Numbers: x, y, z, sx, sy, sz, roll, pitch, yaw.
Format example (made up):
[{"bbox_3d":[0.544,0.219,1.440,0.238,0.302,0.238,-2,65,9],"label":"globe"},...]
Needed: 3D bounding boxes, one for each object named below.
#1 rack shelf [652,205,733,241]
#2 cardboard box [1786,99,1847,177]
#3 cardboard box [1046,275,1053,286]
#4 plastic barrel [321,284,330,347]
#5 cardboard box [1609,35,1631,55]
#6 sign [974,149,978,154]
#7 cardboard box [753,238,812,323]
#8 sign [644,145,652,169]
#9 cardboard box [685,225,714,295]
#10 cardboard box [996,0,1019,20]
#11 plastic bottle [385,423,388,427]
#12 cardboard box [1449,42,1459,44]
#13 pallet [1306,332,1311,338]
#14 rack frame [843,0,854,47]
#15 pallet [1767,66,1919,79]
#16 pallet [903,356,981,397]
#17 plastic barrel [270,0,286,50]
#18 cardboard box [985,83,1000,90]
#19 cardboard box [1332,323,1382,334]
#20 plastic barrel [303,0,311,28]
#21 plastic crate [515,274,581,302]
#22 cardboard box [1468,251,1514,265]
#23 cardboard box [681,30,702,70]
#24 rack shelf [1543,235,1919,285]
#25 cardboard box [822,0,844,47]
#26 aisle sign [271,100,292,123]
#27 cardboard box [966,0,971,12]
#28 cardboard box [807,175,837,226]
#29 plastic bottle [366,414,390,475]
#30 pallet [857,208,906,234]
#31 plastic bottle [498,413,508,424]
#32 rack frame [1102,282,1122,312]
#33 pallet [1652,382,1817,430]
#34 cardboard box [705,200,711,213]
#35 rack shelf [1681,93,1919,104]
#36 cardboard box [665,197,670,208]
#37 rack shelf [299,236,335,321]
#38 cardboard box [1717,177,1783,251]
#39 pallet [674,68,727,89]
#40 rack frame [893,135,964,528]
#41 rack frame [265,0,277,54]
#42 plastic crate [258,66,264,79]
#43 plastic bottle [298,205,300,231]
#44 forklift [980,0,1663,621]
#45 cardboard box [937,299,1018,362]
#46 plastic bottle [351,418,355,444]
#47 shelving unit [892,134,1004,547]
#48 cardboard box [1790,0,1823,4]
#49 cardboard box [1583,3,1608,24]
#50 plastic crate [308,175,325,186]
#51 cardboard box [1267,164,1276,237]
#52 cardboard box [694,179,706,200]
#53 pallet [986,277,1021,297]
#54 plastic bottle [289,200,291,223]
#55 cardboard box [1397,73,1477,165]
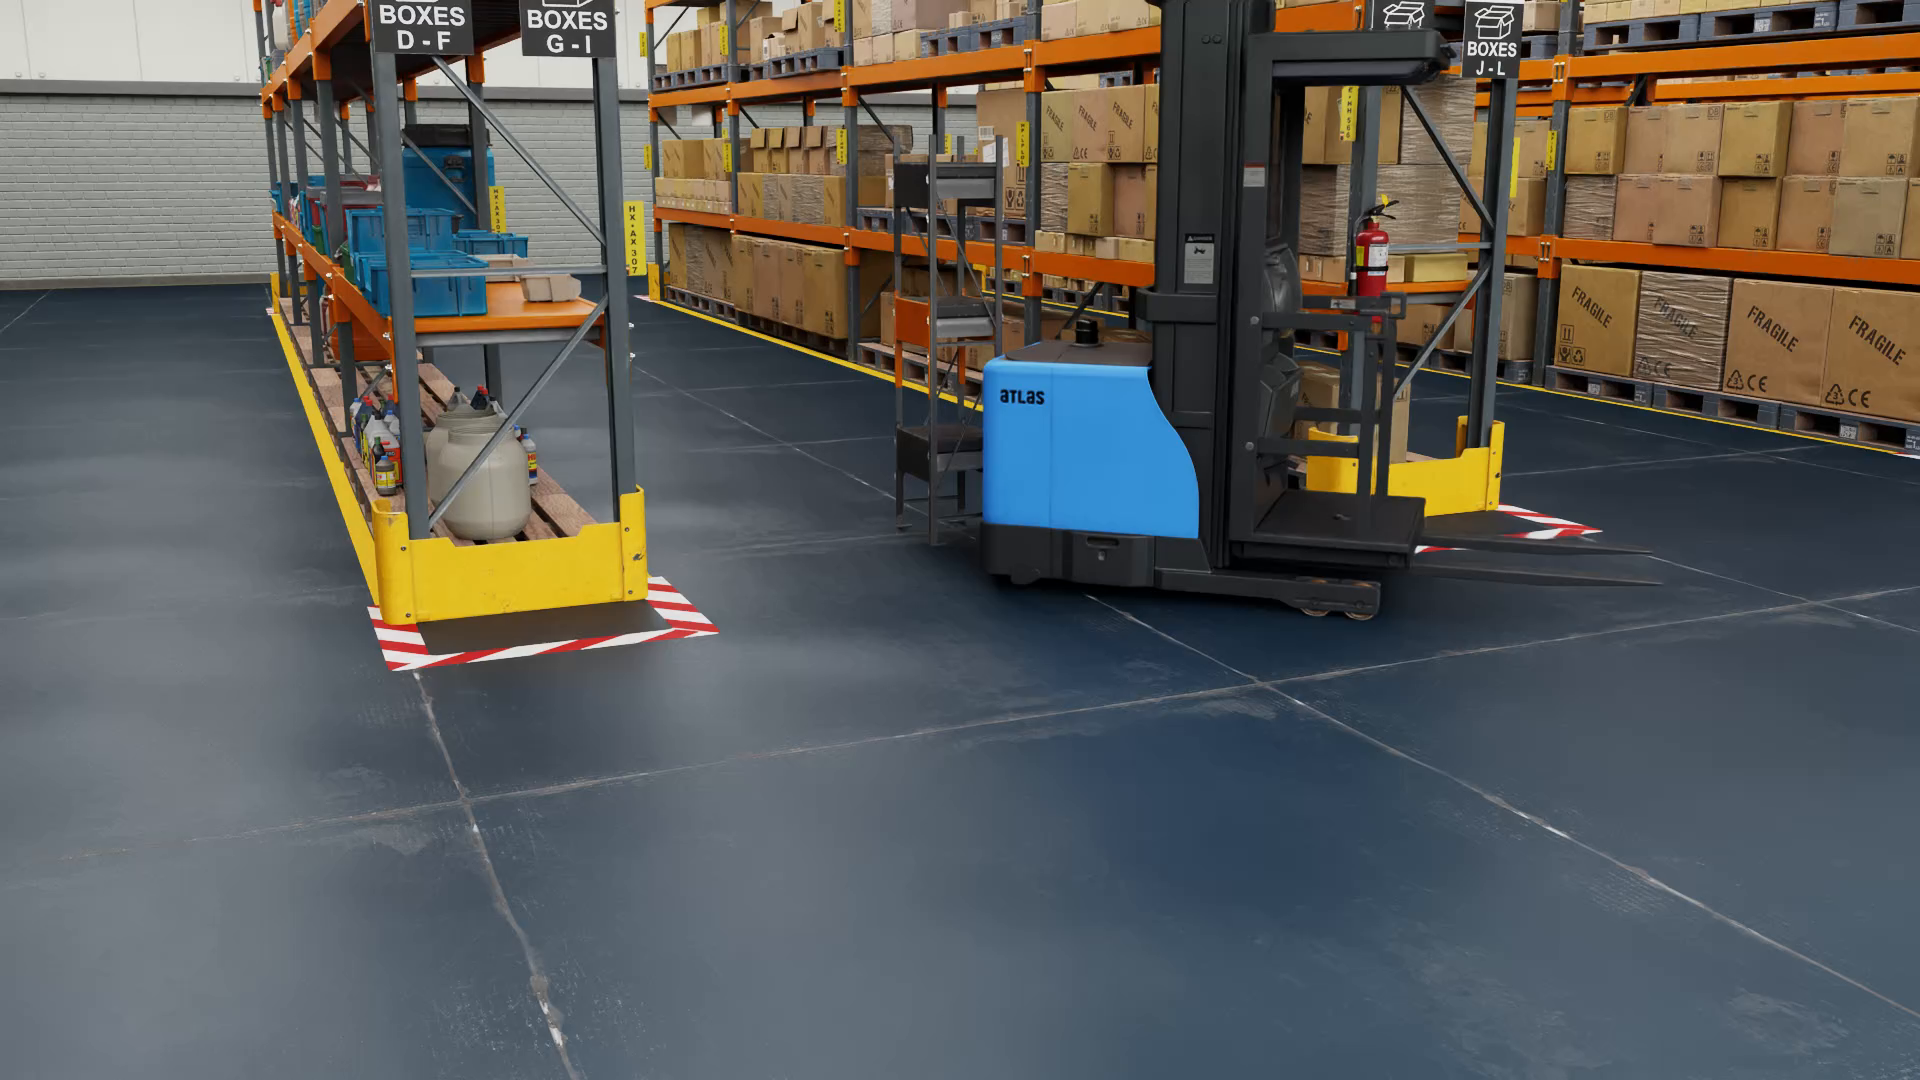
[{"bbox_3d":[-3.031,-4.151,21.748,1.077,0.370,4.000,-6,14,-23],"label":"rack shelf"},{"bbox_3d":[6.645,-2.949,12.230,0.875,0.550,0.550,-6,14,-23],"label":"cardboard box"},{"bbox_3d":[1.429,-3.655,23.401,0.380,0.149,0.250,-5,14,-22],"label":"cardboard box"},{"bbox_3d":[-5.829,-2.177,16.040,0.600,0.588,0.708,-6,14,-23],"label":"plastic barrel"},{"bbox_3d":[8.164,-5.937,20.058,0.797,0.503,0.637,-7,15,-26],"label":"cardboard box"},{"bbox_3d":[0.256,-5.714,24.988,0.100,0.325,0.005,-6,14,-23],"label":"sign"},{"bbox_3d":[-1.596,-2.943,18.712,1.225,0.875,0.875,-6,14,-25],"label":"cardboard box"},{"bbox_3d":[-4.343,-5.326,23.134,0.100,0.325,0.005,-6,14,-23],"label":"sign"},{"bbox_3d":[-3.138,-3.771,22.292,0.875,0.875,0.875,-6,14,-23],"label":"cardboard box"},{"bbox_3d":[0.507,-4.221,13.169,0.396,0.266,0.258,-5,14,-21],"label":"cardboard box"},{"bbox_3d":[-3.451,-0.603,9.897,0.097,0.271,0.097,0,13,0],"label":"plastic bottle"},{"bbox_3d":[4.911,-5.118,16.305,0.500,0.500,0.500,-6,14,-23],"label":"cardboard box"},{"bbox_3d":[3.646,-2.492,19.168,1.003,0.211,1.213,-6,14,-23],"label":"pallet"},{"bbox_3d":[-0.627,-6.184,15.634,1.000,3.000,0.127,-6,14,-23],"label":"rack frame"},{"bbox_3d":[9.487,-5.051,17.807,1.213,0.211,1.003,-6,14,-23],"label":"pallet"},{"bbox_3d":[0.169,-1.490,14.839,1.003,0.211,1.213,-6,14,-23],"label":"pallet"},{"bbox_3d":[-6.787,-5.242,16.980,0.433,0.535,0.433,0,13,0],"label":"plastic barrel"},{"bbox_3d":[0.699,-6.614,24.475,0.500,0.250,0.500,-5,14,-21],"label":"cardboard box"},{"bbox_3d":[4.473,-2.483,17.004,1.050,0.750,0.750,-5,14,-22],"label":"cardboard box"},{"bbox_3d":[-3.966,-3.779,10.781,0.600,0.901,0.708,-6,14,-23],"label":"plastic barrel"},{"bbox_3d":[-2.025,-1.247,8.190,0.298,0.136,0.250,-6,14,-23],"label":"plastic crate"},{"bbox_3d":[7.541,-3.846,22.615,0.875,0.875,0.875,-5,14,-21],"label":"cardboard box"},{"bbox_3d":[-3.208,-6.346,21.608,0.700,0.500,0.500,-7,15,-27],"label":"cardboard box"},{"bbox_3d":[6.361,-2.099,12.881,1.077,0.370,4.000,-6,14,-23],"label":"rack shelf"},{"bbox_3d":[-0.938,-5.098,16.430,0.797,0.503,0.637,-5,14,-20],"label":"cardboard box"},{"bbox_3d":[-8.671,-5.722,21.174,0.394,0.787,0.004,-6,14,-23],"label":"aisle sign"},{"bbox_3d":[0.193,-4.731,14.675,0.500,0.500,0.500,-5,14,-22],"label":"cardboard box"},{"bbox_3d":[-1.246,-3.494,17.090,0.500,0.500,0.500,-6,14,-23],"label":"cardboard box"},{"bbox_3d":[-3.300,-0.542,9.459,0.144,0.351,0.185,-5,14,-21],"label":"plastic bottle"},{"bbox_3d":[-0.244,-3.031,15.737,1.213,0.211,1.003,-6,14,-23],"label":"pallet"},{"bbox_3d":[-2.773,-0.628,9.996,0.152,0.276,0.135,-5,14,-22],"label":"plastic bottle"},{"bbox_3d":[2.356,-4.515,21.727,1.000,3.000,0.127,-6,14,-23],"label":"rack frame"},{"bbox_3d":[6.286,-1.087,13.100,1.003,0.211,1.213,-6,14,-23],"label":"pallet"},{"bbox_3d":[-2.961,-4.158,20.742,0.380,0.149,0.250,-5,14,-22],"label":"cardboard box"},{"bbox_3d":[12.198,-6.130,23.647,1.077,0.370,4.000,-6,14,-23],"label":"rack shelf"},{"bbox_3d":[-3.785,-4.583,22.578,0.380,0.149,0.250,-6,14,-24],"label":"cardboard box"},{"bbox_3d":[-4.364,-2.051,12.673,1.077,0.370,4.000,-6,14,-23],"label":"rack shelf"},{"bbox_3d":[6.373,-2.526,12.799,0.875,0.550,0.500,-6,14,-23],"label":"cardboard box"},{"bbox_3d":[-3.033,-5.928,21.375,1.003,0.211,1.213,-6,14,-23],"label":"pallet"},{"bbox_3d":[-0.164,-1.108,8.999,0.400,2.100,0.015,-6,14,-23],"label":"rack frame"},{"bbox_3d":[-6.768,-6.563,17.272,1.000,3.000,0.127,-6,14,-23],"label":"rack frame"},{"bbox_3d":[-8.471,-5.760,20.743,0.497,0.269,0.590,-6,14,-23],"label":"plastic crate"},{"bbox_3d":[-6.176,-3.039,15.605,0.061,0.283,0.133,-6,14,-23],"label":"plastic bottle"},{"bbox_3d":[1.668,-1.206,7.581,3.031,2.935,1.130,4,14,18],"label":"forklift"},{"bbox_3d":[0.127,-1.892,14.959,0.700,0.500,0.500,-4,14,-18],"label":"cardboard box"},{"bbox_3d":[-3.797,-0.713,10.526,0.097,0.201,0.097,0,13,0],"label":"plastic bottle"},{"bbox_3d":[-0.066,-1.057,8.781,0.431,2.100,0.503,-6,14,-23],"label":"shelving unit"},{"bbox_3d":[6.210,-3.929,11.945,0.380,0.149,0.250,-6,14,-23],"label":"cardboard box"},{"bbox_3d":[5.394,-4.349,13.759,0.380,0.149,0.250,-6,14,-24],"label":"cardboard box"},{"bbox_3d":[-8.065,-4.461,21.282,0.616,0.435,0.499,-6,14,-23],"label":"plastic crate"},{"bbox_3d":[2.072,-2.011,10.025,0.875,0.500,0.500,-6,14,-23],"label":"cardboard box"},{"bbox_3d":[-3.061,-4.440,21.073,0.500,0.250,0.500,-5,14,-22],"label":"cardboard box"},{"bbox_3d":[1.077,-3.796,24.805,1.003,0.211,1.213,-6,14,-23],"label":"pallet"},{"bbox_3d":[-7.012,-3.470,17.467,0.061,0.283,0.133,-6,14,-23],"label":"plastic bottle"},{"bbox_3d":[2.607,-2.428,9.609,0.500,0.500,0.500,-6,14,-23],"label":"cardboard box"}]
